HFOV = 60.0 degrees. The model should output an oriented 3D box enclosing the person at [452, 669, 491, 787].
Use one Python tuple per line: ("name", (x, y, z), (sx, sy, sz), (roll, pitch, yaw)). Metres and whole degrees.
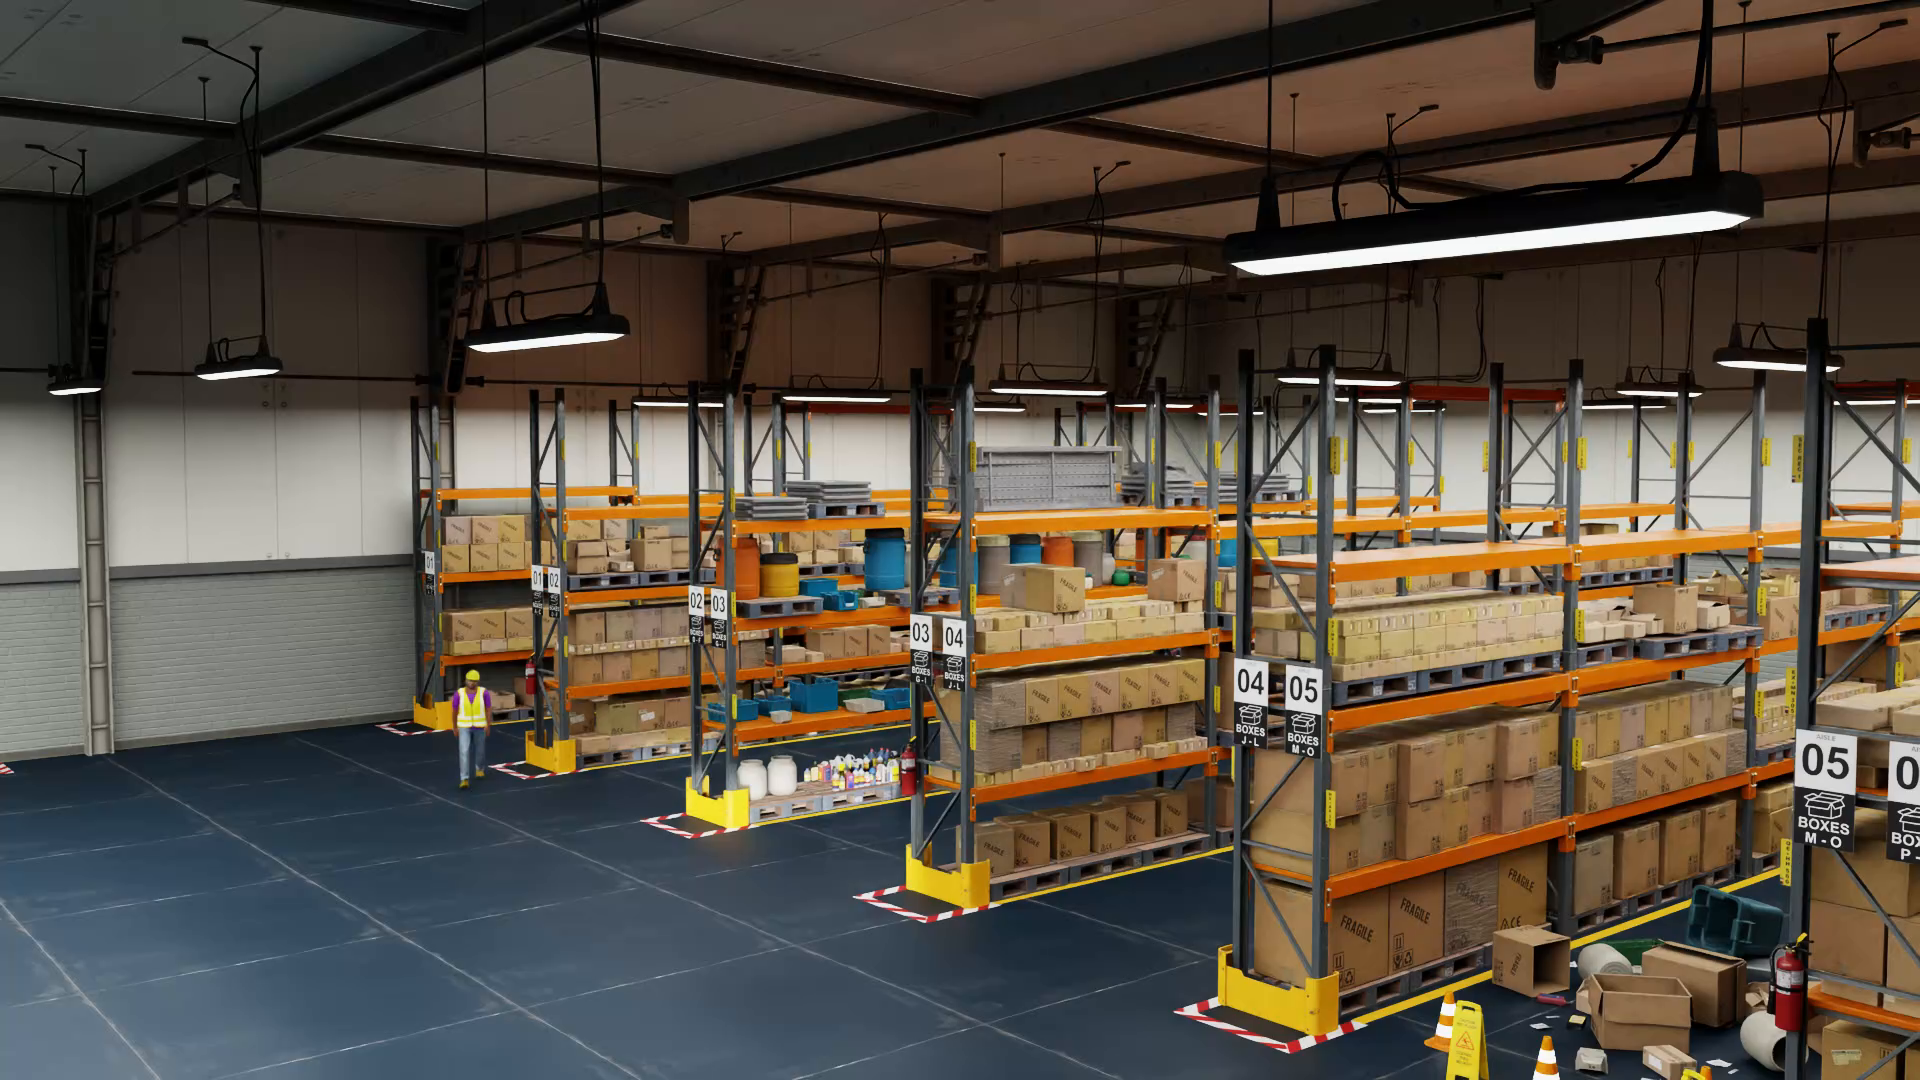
("person", (-7.371, 2.829, 25.142), (0.564, 1.732, 0.945), (-2, 4, -24))
